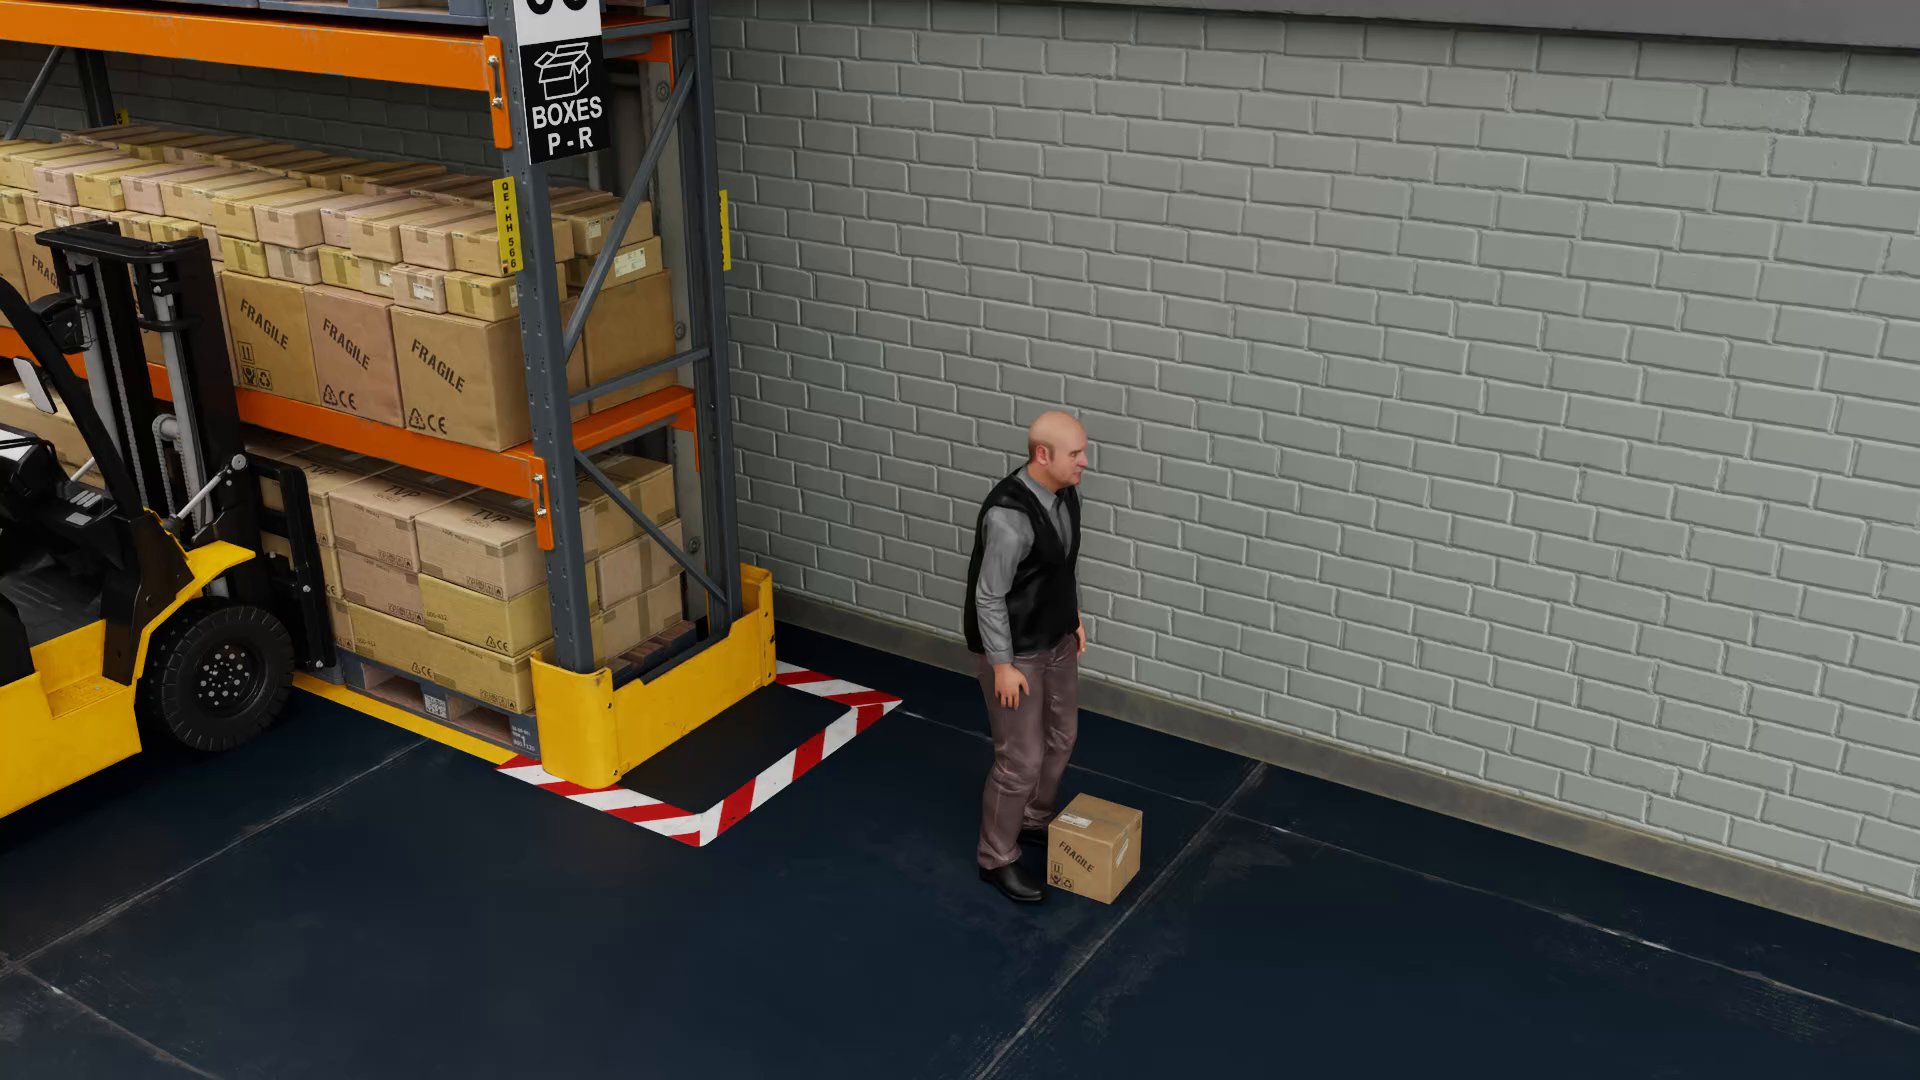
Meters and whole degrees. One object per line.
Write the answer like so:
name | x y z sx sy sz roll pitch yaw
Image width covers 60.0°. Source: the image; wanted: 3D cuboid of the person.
person | 0.237 0.366 5.766 0.413 1.719 0.581 14 26 29
